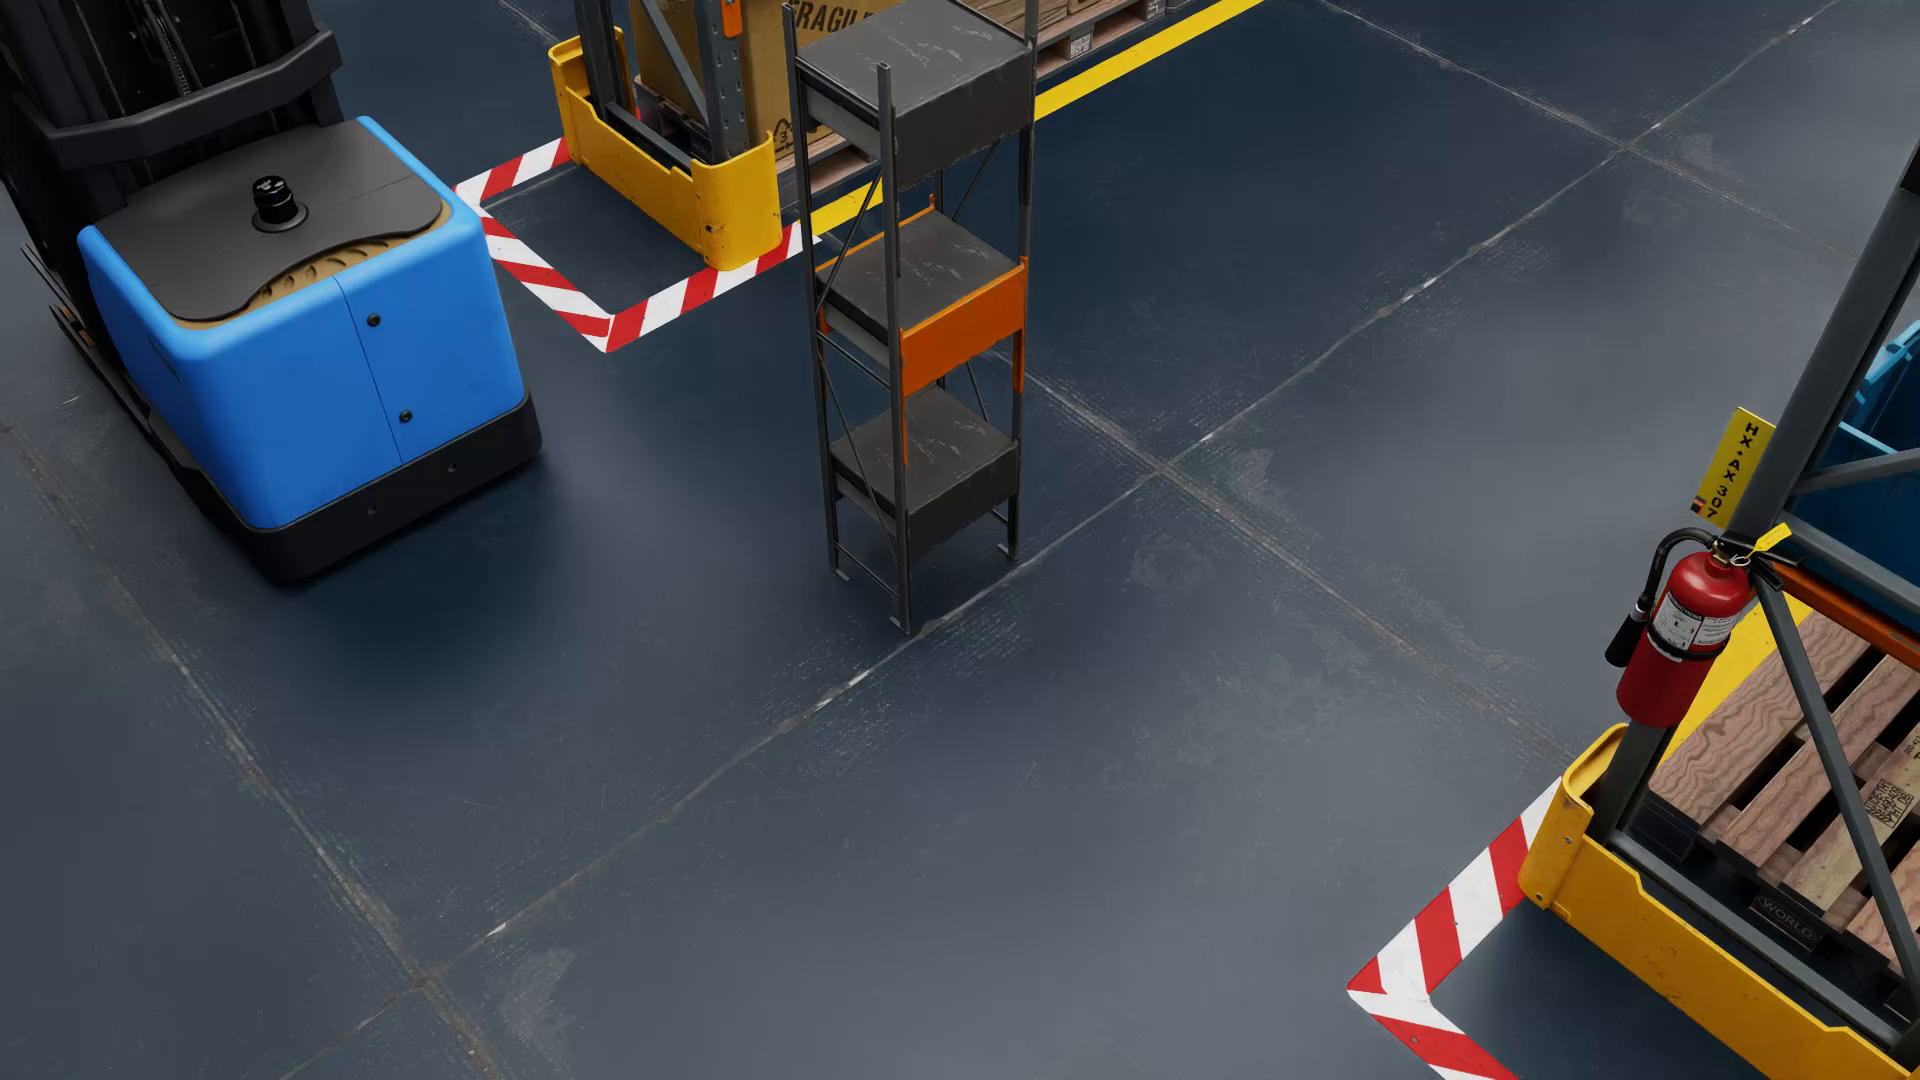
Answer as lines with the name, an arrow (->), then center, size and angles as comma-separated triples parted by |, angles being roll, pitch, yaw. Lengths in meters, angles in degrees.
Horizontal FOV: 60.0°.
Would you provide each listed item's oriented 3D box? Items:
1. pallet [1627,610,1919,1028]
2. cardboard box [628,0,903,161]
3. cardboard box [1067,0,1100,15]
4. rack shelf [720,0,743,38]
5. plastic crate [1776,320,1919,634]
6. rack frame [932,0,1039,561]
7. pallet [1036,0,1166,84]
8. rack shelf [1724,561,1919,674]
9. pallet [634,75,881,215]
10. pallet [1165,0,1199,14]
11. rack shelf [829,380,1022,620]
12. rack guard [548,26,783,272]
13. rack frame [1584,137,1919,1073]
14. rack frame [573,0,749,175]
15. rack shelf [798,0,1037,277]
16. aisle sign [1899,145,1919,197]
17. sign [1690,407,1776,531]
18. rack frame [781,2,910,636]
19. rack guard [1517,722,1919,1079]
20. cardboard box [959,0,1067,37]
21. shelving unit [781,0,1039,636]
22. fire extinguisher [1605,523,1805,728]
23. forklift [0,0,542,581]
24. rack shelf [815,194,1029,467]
pallet -> 2.758, 0.750, 4.914 | 1.213, 0.211, 1.003 | -34, 56, -27
cardboard box -> -0.790, -2.284, 6.976 | 0.875, 0.875, 0.875 | -34, 56, -27
cardboard box -> 0.541, -3.174, 7.798 | 0.875, 0.875, 0.875 | -34, 56, -27
rack shelf -> 0.270, -3.247, 7.195 | 4.000, 0.370, 1.077 | -34, 56, -27
plastic crate -> 2.244, -0.108, 3.744 | 0.499, 0.435, 0.616 | -34, 56, -27
rack frame -> 0.058, -0.751, 5.014 | 0.015, 2.100, 0.400 | -34, 56, -27
pallet -> 0.231, -2.595, 8.000 | 1.213, 0.211, 1.003 | -34, 56, -27
rack shelf -> 3.602, -0.554, 4.709 | 4.000, 0.370, 1.077 | -34, 56, -27
pallet -> -0.671, -1.994, 7.447 | 1.213, 0.211, 1.003 | -34, 56, -27
pallet -> 1.134, -3.201, 8.560 | 1.213, 0.211, 1.003 | -34, 56, -27
rack shelf -> -0.122, -0.146, 5.427 | 0.480, 0.518, 0.431 | -34, 56, -27
rack guard -> -1.228, -1.643, 6.925 | 0.348, 0.500, 1.175 | -34, 56, -27
rack frame -> 2.122, 0.191, 3.533 | 0.127, 3.000, 1.000 | -34, 56, -27
rack frame -> -1.210, -2.502, 6.018 | 0.127, 3.000, 1.000 | -34, 56, -27
rack shelf -> -0.123, -1.096, 4.398 | 0.480, 0.518, 0.431 | -34, 56, -27
aisle sign -> 1.872, -0.814, 2.691 | 0.004, 0.787, 0.394 | -34, 56, -27
sign -> 1.740, -0.155, 3.741 | 0.005, 0.325, 0.100 | -34, 56, -27
rack frame -> -0.303, -0.510, 4.791 | 0.015, 2.100, 0.400 | -34, 56, -27
rack guard -> 2.113, 1.058, 4.434 | 0.348, 0.500, 1.175 | -34, 56, -27
cardboard box -> -0.117, -2.734, 7.392 | 0.875, 0.875, 0.875 | -34, 56, -27
shelving unit -> -0.122, -0.630, 4.903 | 0.503, 2.100, 0.431 | -34, 56, -27
fire extinguisher -> 1.705, 0.171, 3.857 | 0.183, 0.674, 0.296 | -34, 56, -27
forklift -> -2.845, -1.868, 5.480 | 1.130, 2.935, 3.031 | -33, 55, -26
rack shelf -> -0.122, -0.621, 4.913 | 0.480, 0.518, 0.431 | -34, 56, -27
